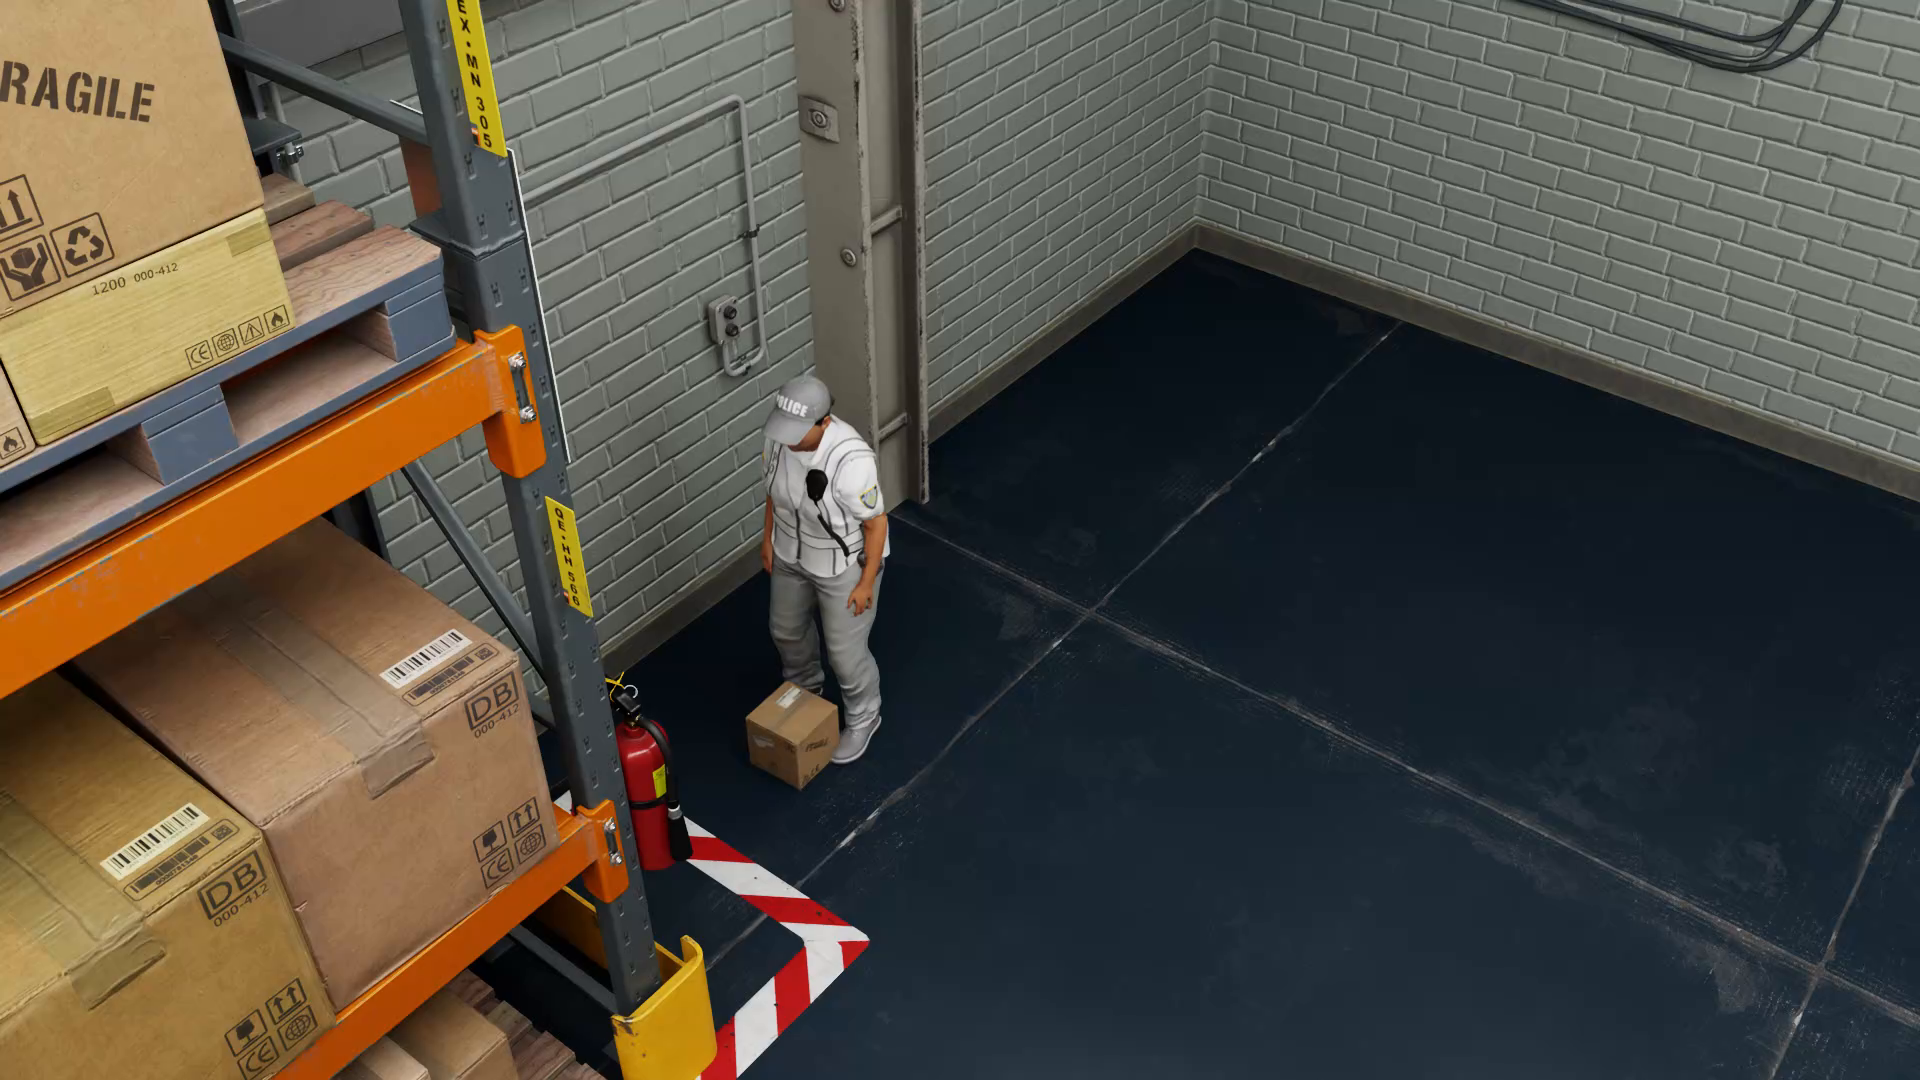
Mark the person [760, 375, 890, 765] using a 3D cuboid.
[{"bbox_3d":[-0.516,0.080,6.050,0.539,1.666,0.463,24,45,27],"label":"person"}]
